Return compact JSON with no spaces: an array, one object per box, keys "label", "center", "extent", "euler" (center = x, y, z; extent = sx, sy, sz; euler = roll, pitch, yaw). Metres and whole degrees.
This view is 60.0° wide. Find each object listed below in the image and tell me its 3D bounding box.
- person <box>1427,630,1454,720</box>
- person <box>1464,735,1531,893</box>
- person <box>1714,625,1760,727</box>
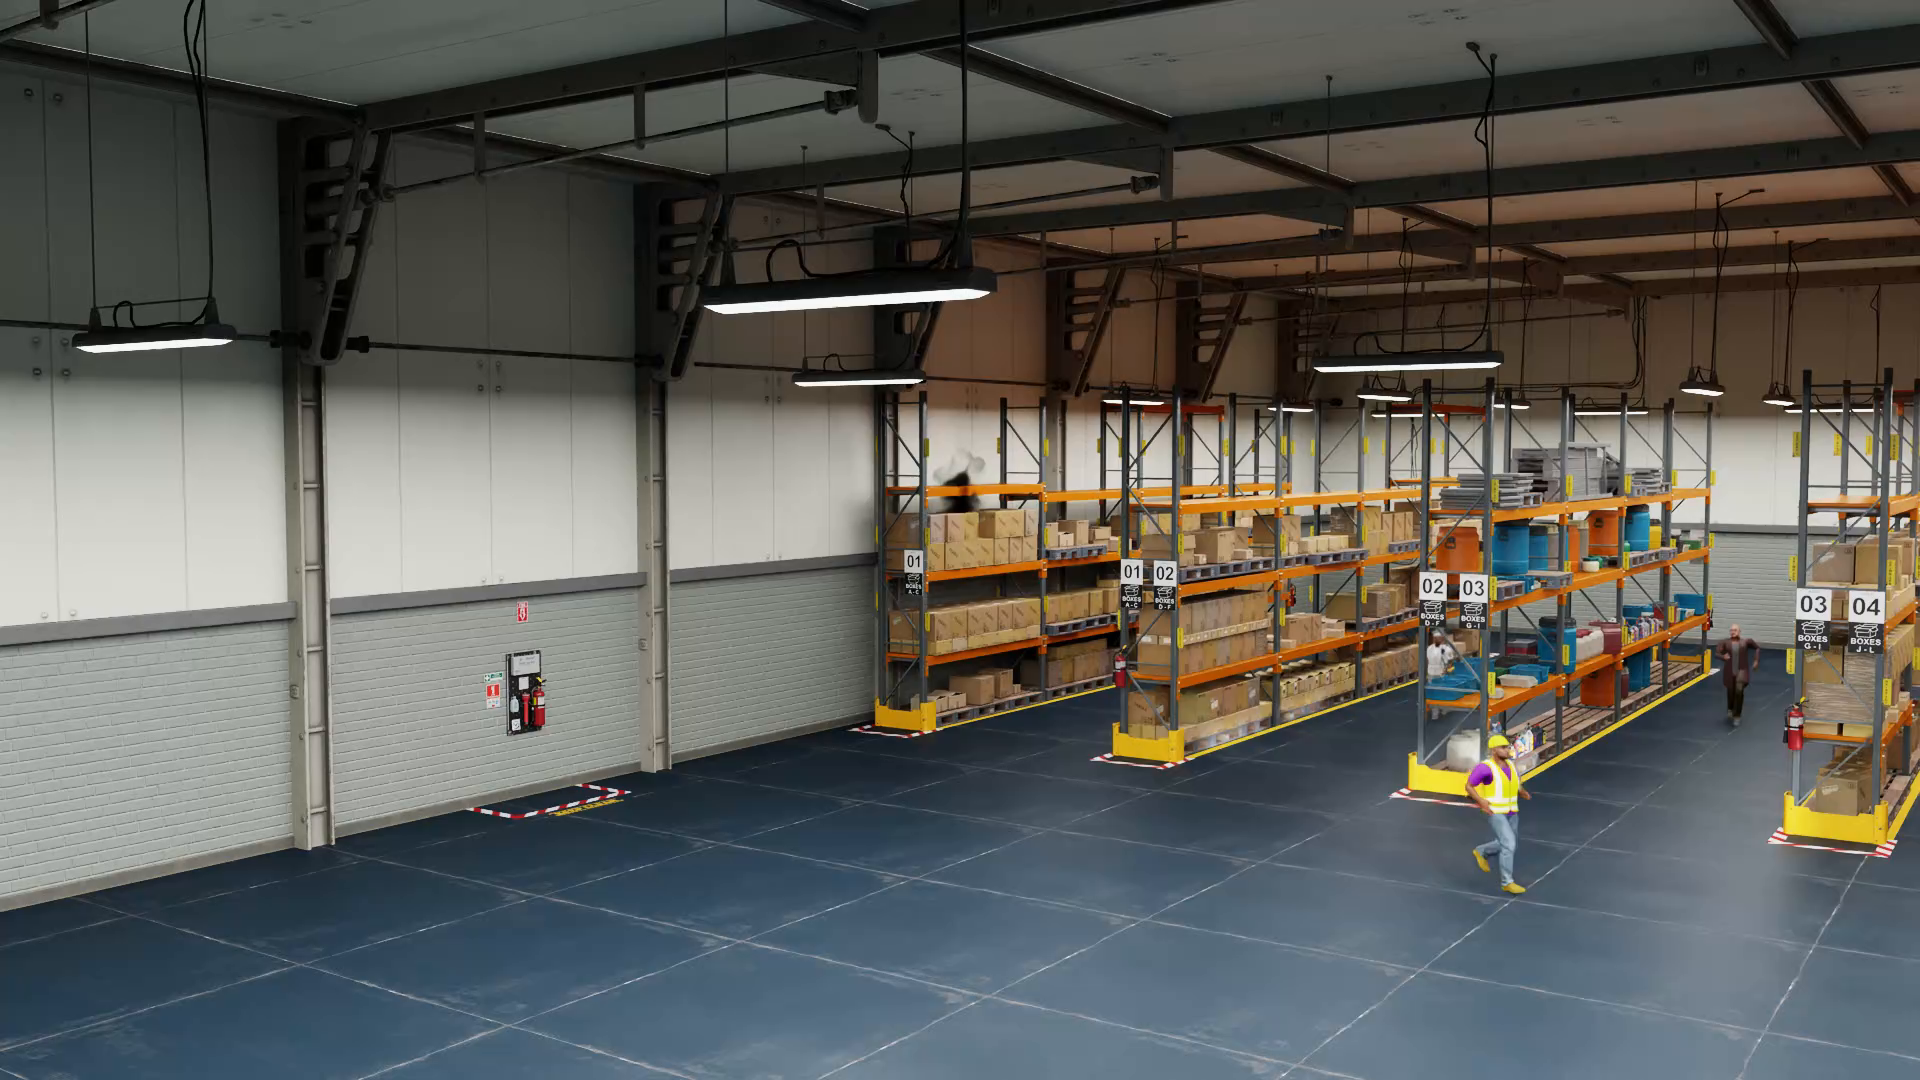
[{"label":"person","center":[8.786,2.475,30.623],"extent":[0.573,1.650,0.563],"euler":[2,4,28]},{"label":"person","center":[6.117,3.084,18.900],"extent":[0.714,1.739,0.846],"euler":[-2,4,-30]},{"label":"person","center":[14.108,2.442,30.189],"extent":[0.731,1.834,0.985],"euler":[2,4,35]}]
